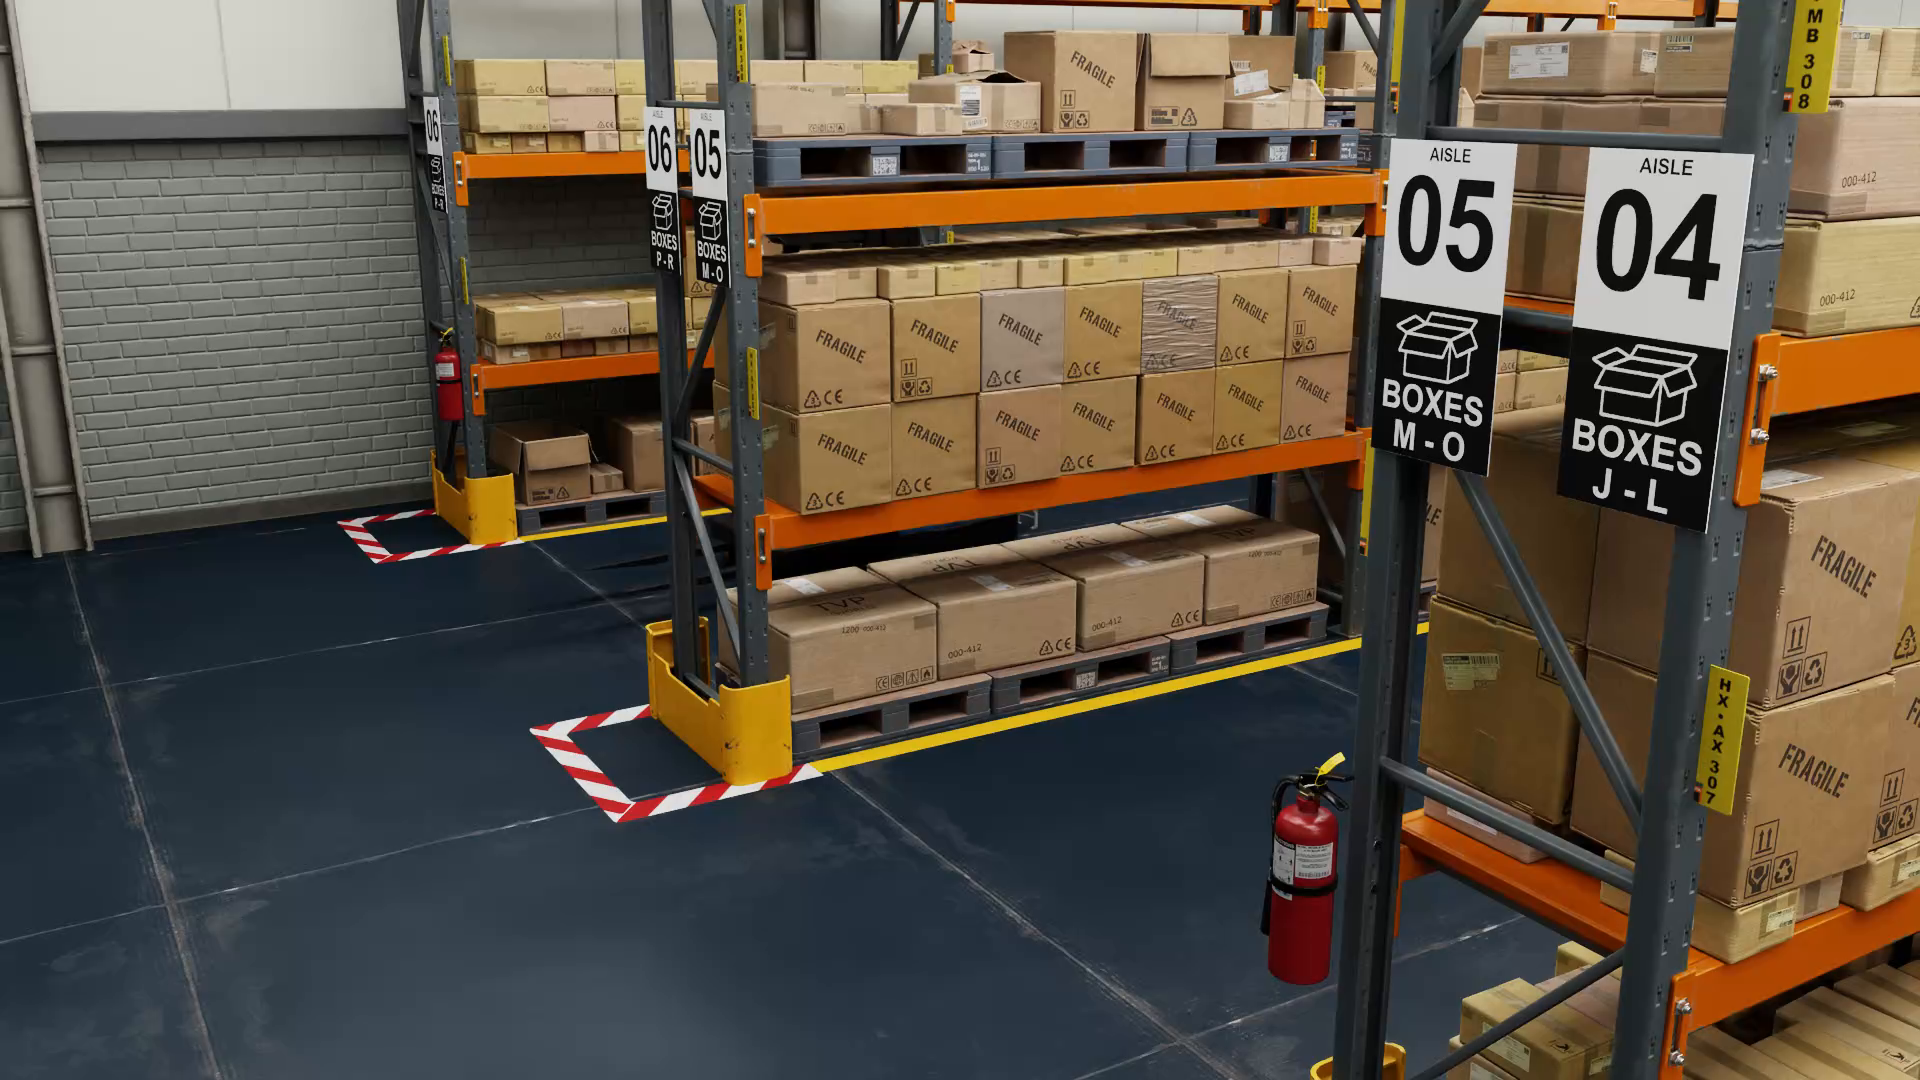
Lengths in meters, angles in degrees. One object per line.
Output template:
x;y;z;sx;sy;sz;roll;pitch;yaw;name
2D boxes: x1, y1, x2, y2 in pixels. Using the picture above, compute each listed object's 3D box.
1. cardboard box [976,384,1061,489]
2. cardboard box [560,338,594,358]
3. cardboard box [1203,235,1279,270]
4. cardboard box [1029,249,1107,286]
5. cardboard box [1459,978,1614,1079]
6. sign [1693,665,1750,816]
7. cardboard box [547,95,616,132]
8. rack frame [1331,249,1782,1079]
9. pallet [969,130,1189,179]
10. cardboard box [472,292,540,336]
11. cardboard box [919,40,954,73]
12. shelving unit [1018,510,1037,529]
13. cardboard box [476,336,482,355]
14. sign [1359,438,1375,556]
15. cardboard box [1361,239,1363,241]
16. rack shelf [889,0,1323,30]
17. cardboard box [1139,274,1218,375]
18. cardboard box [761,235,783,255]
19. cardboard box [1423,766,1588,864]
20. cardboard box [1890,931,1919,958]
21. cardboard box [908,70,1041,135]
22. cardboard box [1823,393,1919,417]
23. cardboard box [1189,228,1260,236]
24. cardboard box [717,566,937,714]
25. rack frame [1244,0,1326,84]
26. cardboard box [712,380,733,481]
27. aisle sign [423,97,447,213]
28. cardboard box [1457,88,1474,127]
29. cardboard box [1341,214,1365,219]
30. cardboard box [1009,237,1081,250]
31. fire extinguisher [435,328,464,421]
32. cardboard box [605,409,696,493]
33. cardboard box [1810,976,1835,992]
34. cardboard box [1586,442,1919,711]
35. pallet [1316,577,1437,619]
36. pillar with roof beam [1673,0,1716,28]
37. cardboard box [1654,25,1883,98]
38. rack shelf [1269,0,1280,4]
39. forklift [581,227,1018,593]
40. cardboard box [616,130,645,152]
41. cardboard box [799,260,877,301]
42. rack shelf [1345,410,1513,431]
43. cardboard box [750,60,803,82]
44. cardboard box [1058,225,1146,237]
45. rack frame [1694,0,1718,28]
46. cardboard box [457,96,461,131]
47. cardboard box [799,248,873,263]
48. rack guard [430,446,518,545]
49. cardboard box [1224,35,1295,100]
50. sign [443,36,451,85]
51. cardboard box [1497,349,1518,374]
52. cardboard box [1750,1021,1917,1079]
0.186;-0.590;8.771;0.500;0.500;0.500;-9;18;-30;cardboard box
-2.973;-1.498;12.661;0.250;0.149;0.380;-9;18;-30;cardboard box
1.590;-1.636;9.448;0.250;0.149;0.380;-9;18;-30;cardboard box
0.560;-1.431;8.718;0.250;0.149;0.380;-10;18;-31;cardboard box
1.721;1.485;4.957;0.250;0.149;0.380;-9;18;-29;cardboard box
1.677;0.442;3.672;0.005;0.325;0.100;-9;18;-30;sign
-2.851;-3.135;12.206;0.500;0.250;0.500;-9;18;-29;cardboard box
1.398;0.733;4.237;0.127;3.000;1.000;-9;18;-30;rack frame
0.439;-2.076;8.865;1.213;0.211;1.003;-9;18;-30;pallet
-3.540;-1.742;12.795;0.500;0.250;0.500;-9;18;-28;cardboard box
-0.142;-4.077;14.022;0.258;0.266;0.396;-10;18;-31;cardboard box
0.316;-0.651;12.508;0.503;1.200;0.258;-11;19;-35;shelving unit
-3.652;-1.533;12.787;0.250;0.149;0.380;-9;18;-30;cardboard box
1.129;-0.108;4.506;0.005;0.325;0.100;-9;18;-30;sign
3.579;-2.826;16.285;0.500;0.250;0.500;-9;18;-30;cardboard box
1.346;-4.730;14.684;4.000;0.370;1.077;-9;18;-30;rack shelf
1.058;-1.213;9.141;0.500;0.500;0.500;-9;18;-29;cardboard box
-1.782;-2.389;13.711;0.500;0.500;0.500;-10;18;-31;cardboard box
1.532;0.743;4.666;0.250;0.149;0.380;-9;18;-30;cardboard box
3.072;1.272;5.715;0.250;0.149;0.380;-9;18;-29;cardboard box
0.071;-2.246;8.511;0.500;0.311;0.500;-9;18;-29;cardboard box
2.537;-0.206;4.997;0.500;0.500;0.500;-8;18;-27;cardboard box
1.575;-1.773;9.937;0.250;0.149;0.380;-9;18;-29;cardboard box
-0.724;0.519;8.972;0.875;0.438;0.875;-10;18;-32;cardboard box
3.060;-5.547;15.525;0.127;3.000;1.000;-9;18;-30;rack frame
-0.961;-0.575;8.717;0.500;0.500;0.500;-9;18;-29;cardboard box
-3.705;-2.720;11.741;0.004;0.787;0.394;-9;18;-30;aisle sign
2.800;-2.525;9.772;0.258;0.266;0.396;-9;18;-30;cardboard box
4.093;-3.263;17.107;0.250;0.149;0.380;-9;18;-30;cardboard box
0.471;-1.605;9.338;0.250;0.149;0.380;-9;18;-30;cardboard box
-3.686;-1.202;11.974;0.183;0.674;0.296;-9;18;-30;fire extinguisher
-2.472;-0.718;13.265;0.500;0.500;0.700;-8;18;-27;cardboard box
2.814;1.442;5.661;0.250;0.149;0.380;-8;18;-27;cardboard box
1.919;0.059;4.052;0.500;0.500;0.500;-9;18;-30;cardboard box
2.813;0.264;11.077;1.213;0.211;1.003;-9;18;-30;pallet
11.074;-5.774;16.338;0.400;9.000;9.100;-9;18;-30;pillar with roof beam
1.793;-1.064;3.704;0.250;0.149;0.380;-9;18;-30;cardboard box
0.476;-3.026;8.606;4.000;0.370;1.077;-9;18;-30;rack shelf
-1.075;-1.184;11.202;3.031;2.935;1.130;-11;19;-35;forklift
-2.477;-2.983;12.402;0.250;0.149;0.380;-9;18;-30;cardboard box
-0.603;-1.278;8.173;0.250;0.149;0.380;-9;18;-28;cardboard box
3.905;-0.886;11.345;4.000;0.370;1.077;-9;18;-30;rack shelf
-1.547;-3.591;12.907;0.500;0.250;0.500;-9;18;-29;cardboard box
1.278;-2.549;14.982;0.500;0.500;0.700;-9;18;-30;cardboard box
5.619;-4.399;11.430;0.127;3.000;1.000;-9;18;-30;rack frame
-3.556;-3.186;12.388;0.500;0.250;0.500;-10;18;-31;cardboard box
-0.650;-1.432;8.723;0.250;0.149;0.380;-9;18;-30;cardboard box
-3.732;-0.353;12.743;0.348;0.500;1.175;-9;18;-30;rack guard
1.578;-2.664;9.649;0.500;0.500;0.500;-9;18;-29;cardboard box
-3.518;-3.286;11.397;0.005;0.325;0.100;-9;18;-30;sign
3.146;-1.198;10.476;0.500;0.250;0.500;-9;18;-29;cardboard box
2.478;1.551;4.719;0.250;0.149;0.380;-9;18;-30;cardboard box
